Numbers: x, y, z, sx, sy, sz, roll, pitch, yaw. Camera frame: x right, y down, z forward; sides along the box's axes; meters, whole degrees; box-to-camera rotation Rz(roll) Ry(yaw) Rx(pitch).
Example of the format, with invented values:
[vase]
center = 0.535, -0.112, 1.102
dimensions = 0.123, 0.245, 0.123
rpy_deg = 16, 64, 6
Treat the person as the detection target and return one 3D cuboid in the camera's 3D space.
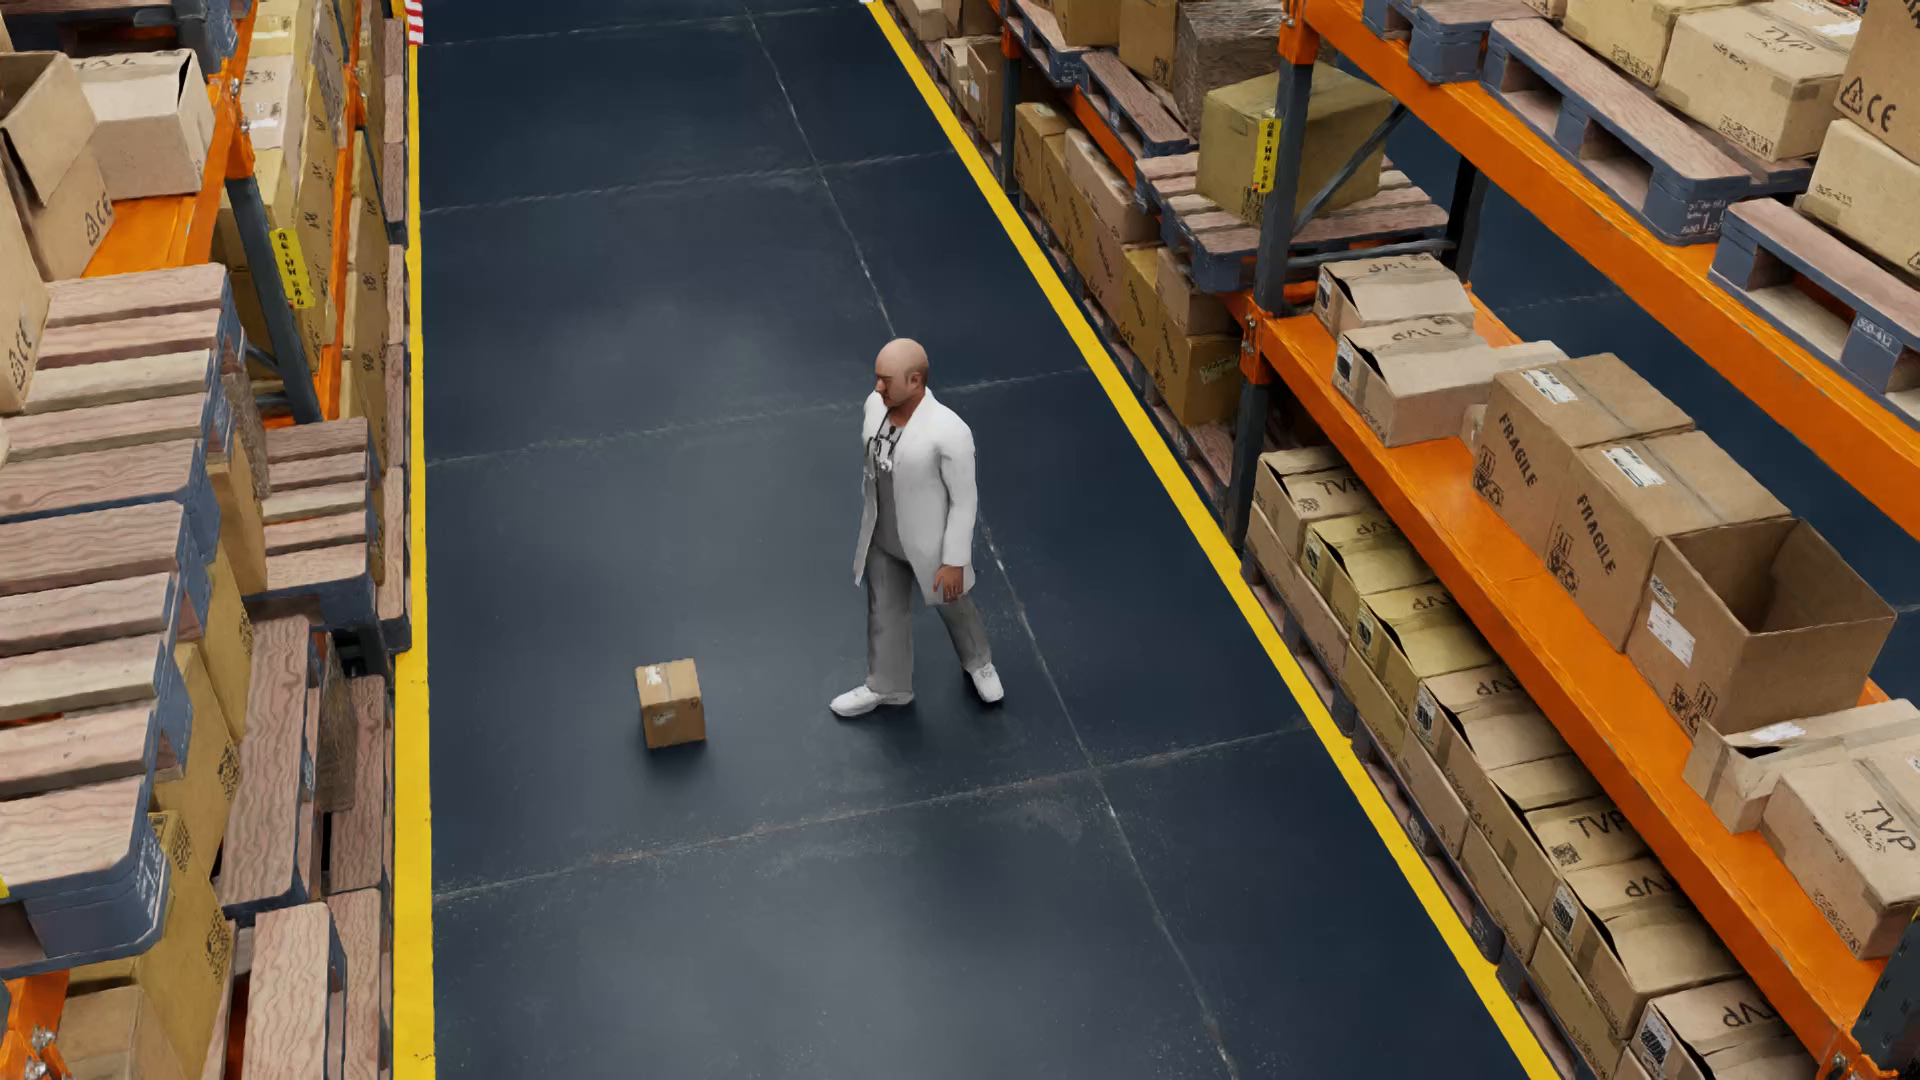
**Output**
[person]
center = -0.185, -0.035, 6.769
dimensions = 0.701, 1.776, 0.685
rpy_deg = 26, 44, 29
